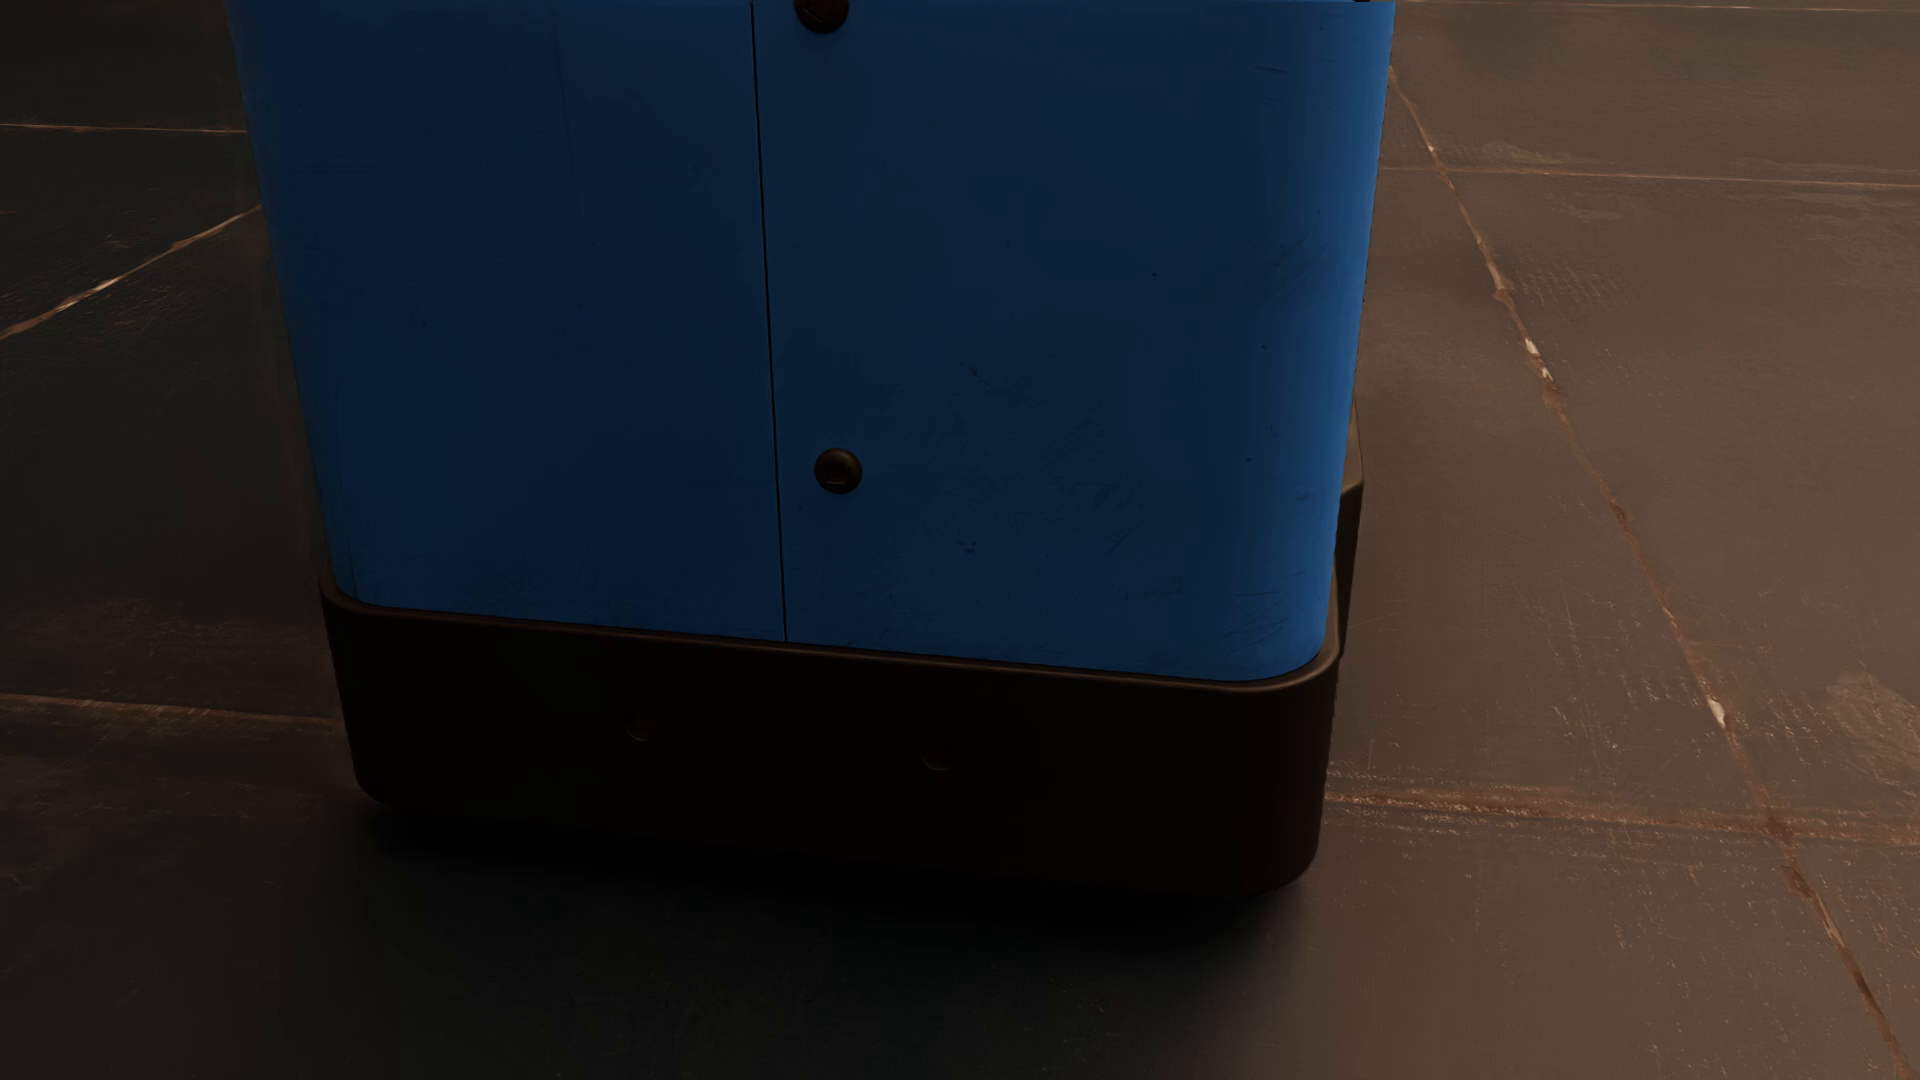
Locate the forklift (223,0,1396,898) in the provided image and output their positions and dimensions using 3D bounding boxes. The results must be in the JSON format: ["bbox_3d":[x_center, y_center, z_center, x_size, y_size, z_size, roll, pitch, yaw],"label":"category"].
[{"bbox_3d":[0.091,-1.593,2.411,1.130,2.935,3.031,4,27,9],"label":"forklift"}]
